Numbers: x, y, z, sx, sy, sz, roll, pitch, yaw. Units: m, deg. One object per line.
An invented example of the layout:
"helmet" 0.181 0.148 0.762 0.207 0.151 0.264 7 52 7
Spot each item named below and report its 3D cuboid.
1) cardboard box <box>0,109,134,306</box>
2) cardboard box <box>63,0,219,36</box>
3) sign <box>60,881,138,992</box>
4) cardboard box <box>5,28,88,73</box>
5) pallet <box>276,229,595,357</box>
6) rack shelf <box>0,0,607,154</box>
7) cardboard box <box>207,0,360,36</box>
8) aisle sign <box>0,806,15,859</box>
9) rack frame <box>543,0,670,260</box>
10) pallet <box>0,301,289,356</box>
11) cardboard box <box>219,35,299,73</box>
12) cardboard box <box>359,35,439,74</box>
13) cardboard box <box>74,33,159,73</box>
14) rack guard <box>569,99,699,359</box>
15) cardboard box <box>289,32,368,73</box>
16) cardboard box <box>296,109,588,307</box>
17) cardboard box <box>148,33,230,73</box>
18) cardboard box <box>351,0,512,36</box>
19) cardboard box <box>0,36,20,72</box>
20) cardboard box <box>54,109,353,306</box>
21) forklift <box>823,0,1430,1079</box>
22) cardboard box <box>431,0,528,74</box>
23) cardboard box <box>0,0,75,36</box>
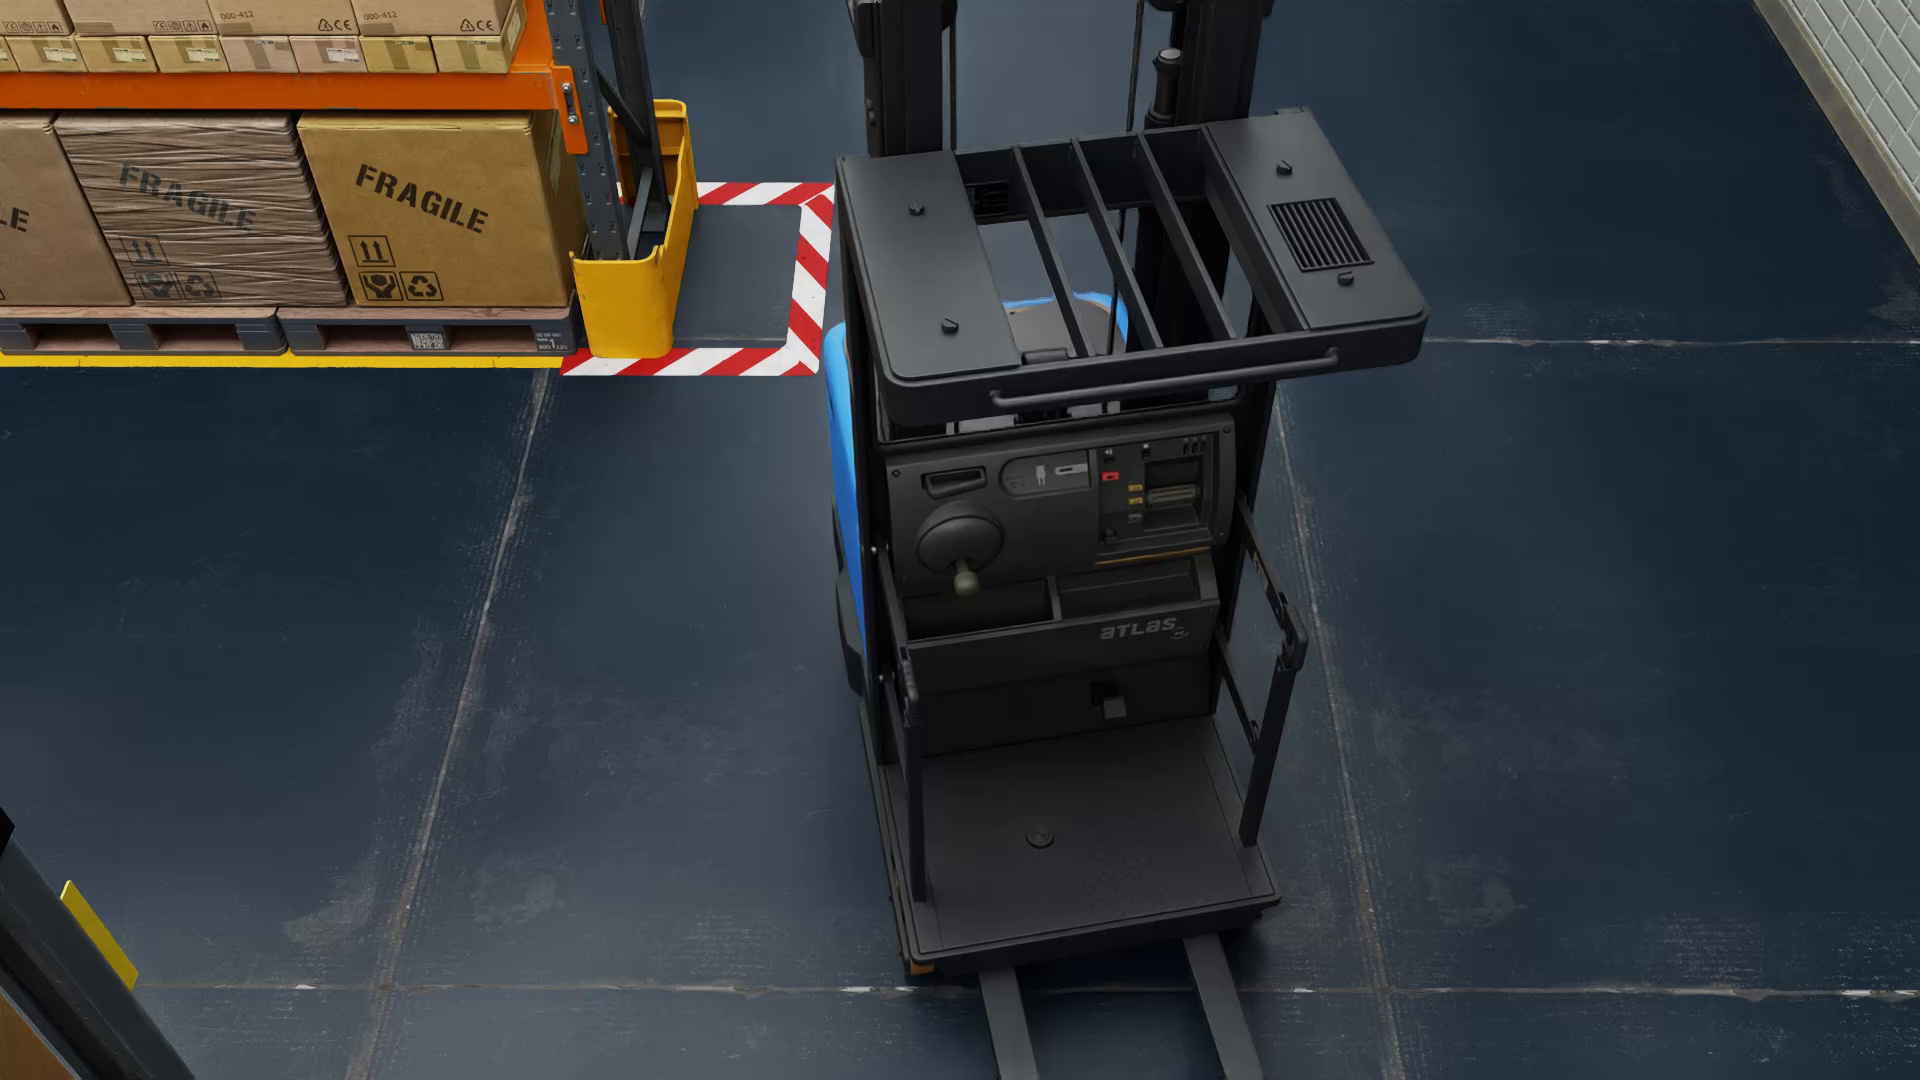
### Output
"cardboard box" -3.848 -1.577 6.833 0.875 0.875 0.875 0 47 0
"cardboard box" -2.909 -2.070 6.027 0.500 0.250 0.500 -1 47 -1
"sign" -1.525 0.729 2.931 0.005 0.325 0.100 0 47 0
"cardboard box" -3.294 -1.888 6.130 0.250 0.149 0.380 1 47 1
"pallet" -2.207 -1.204 7.227 1.213 0.211 1.003 0 47 0
"rack shelf" -3.408 -1.970 6.526 4.000 0.370 1.077 0 47 0
"cardboard box" -2.400 -2.069 6.026 0.500 0.250 0.500 -1 47 -1
"aisle sign" -1.453 0.316 2.131 0.004 0.787 0.394 0 47 0
"rack frame" -1.408 -2.210 6.257 0.127 3.000 1.000 0 47 0
"pallet" -3.424 -1.210 7.232 1.213 0.211 1.003 0 47 0
"cardboard box" -2.527 -1.886 6.128 0.250 0.149 0.380 1 47 1
"cardboard box" -2.025 -1.883 6.125 0.250 0.149 0.380 1 47 1
"cardboard box" -3.046 -1.886 6.128 0.250 0.149 0.380 0 47 0
"rack guard" -1.384 -1.358 7.172 0.348 0.500 1.175 0 47 0
"cardboard box" -2.277 -1.885 6.127 0.250 0.149 0.380 0 47 0
"cardboard box" -2.048 -1.572 6.829 0.875 0.875 0.875 0 47 0
"cardboard box" -2.786 -1.886 6.128 0.250 0.149 0.380 -1 47 -1
"cardboard box" -1.893 -2.067 6.024 0.500 0.250 0.500 -1 47 0
"cardboard box" -3.554 -1.888 6.129 0.250 0.149 0.380 -1 47 -1
"cardboard box" -2.958 -1.574 6.831 0.875 0.875 0.875 0 47 0
"forklift" 0.315 0.011 4.238 1.130 2.935 3.031 -8 48 -7
"cardboard box" -1.765 -1.884 6.126 0.250 0.149 0.380 1 47 1
"cardboard box" -3.430 -2.068 6.025 0.500 0.250 0.500 0 47 0
